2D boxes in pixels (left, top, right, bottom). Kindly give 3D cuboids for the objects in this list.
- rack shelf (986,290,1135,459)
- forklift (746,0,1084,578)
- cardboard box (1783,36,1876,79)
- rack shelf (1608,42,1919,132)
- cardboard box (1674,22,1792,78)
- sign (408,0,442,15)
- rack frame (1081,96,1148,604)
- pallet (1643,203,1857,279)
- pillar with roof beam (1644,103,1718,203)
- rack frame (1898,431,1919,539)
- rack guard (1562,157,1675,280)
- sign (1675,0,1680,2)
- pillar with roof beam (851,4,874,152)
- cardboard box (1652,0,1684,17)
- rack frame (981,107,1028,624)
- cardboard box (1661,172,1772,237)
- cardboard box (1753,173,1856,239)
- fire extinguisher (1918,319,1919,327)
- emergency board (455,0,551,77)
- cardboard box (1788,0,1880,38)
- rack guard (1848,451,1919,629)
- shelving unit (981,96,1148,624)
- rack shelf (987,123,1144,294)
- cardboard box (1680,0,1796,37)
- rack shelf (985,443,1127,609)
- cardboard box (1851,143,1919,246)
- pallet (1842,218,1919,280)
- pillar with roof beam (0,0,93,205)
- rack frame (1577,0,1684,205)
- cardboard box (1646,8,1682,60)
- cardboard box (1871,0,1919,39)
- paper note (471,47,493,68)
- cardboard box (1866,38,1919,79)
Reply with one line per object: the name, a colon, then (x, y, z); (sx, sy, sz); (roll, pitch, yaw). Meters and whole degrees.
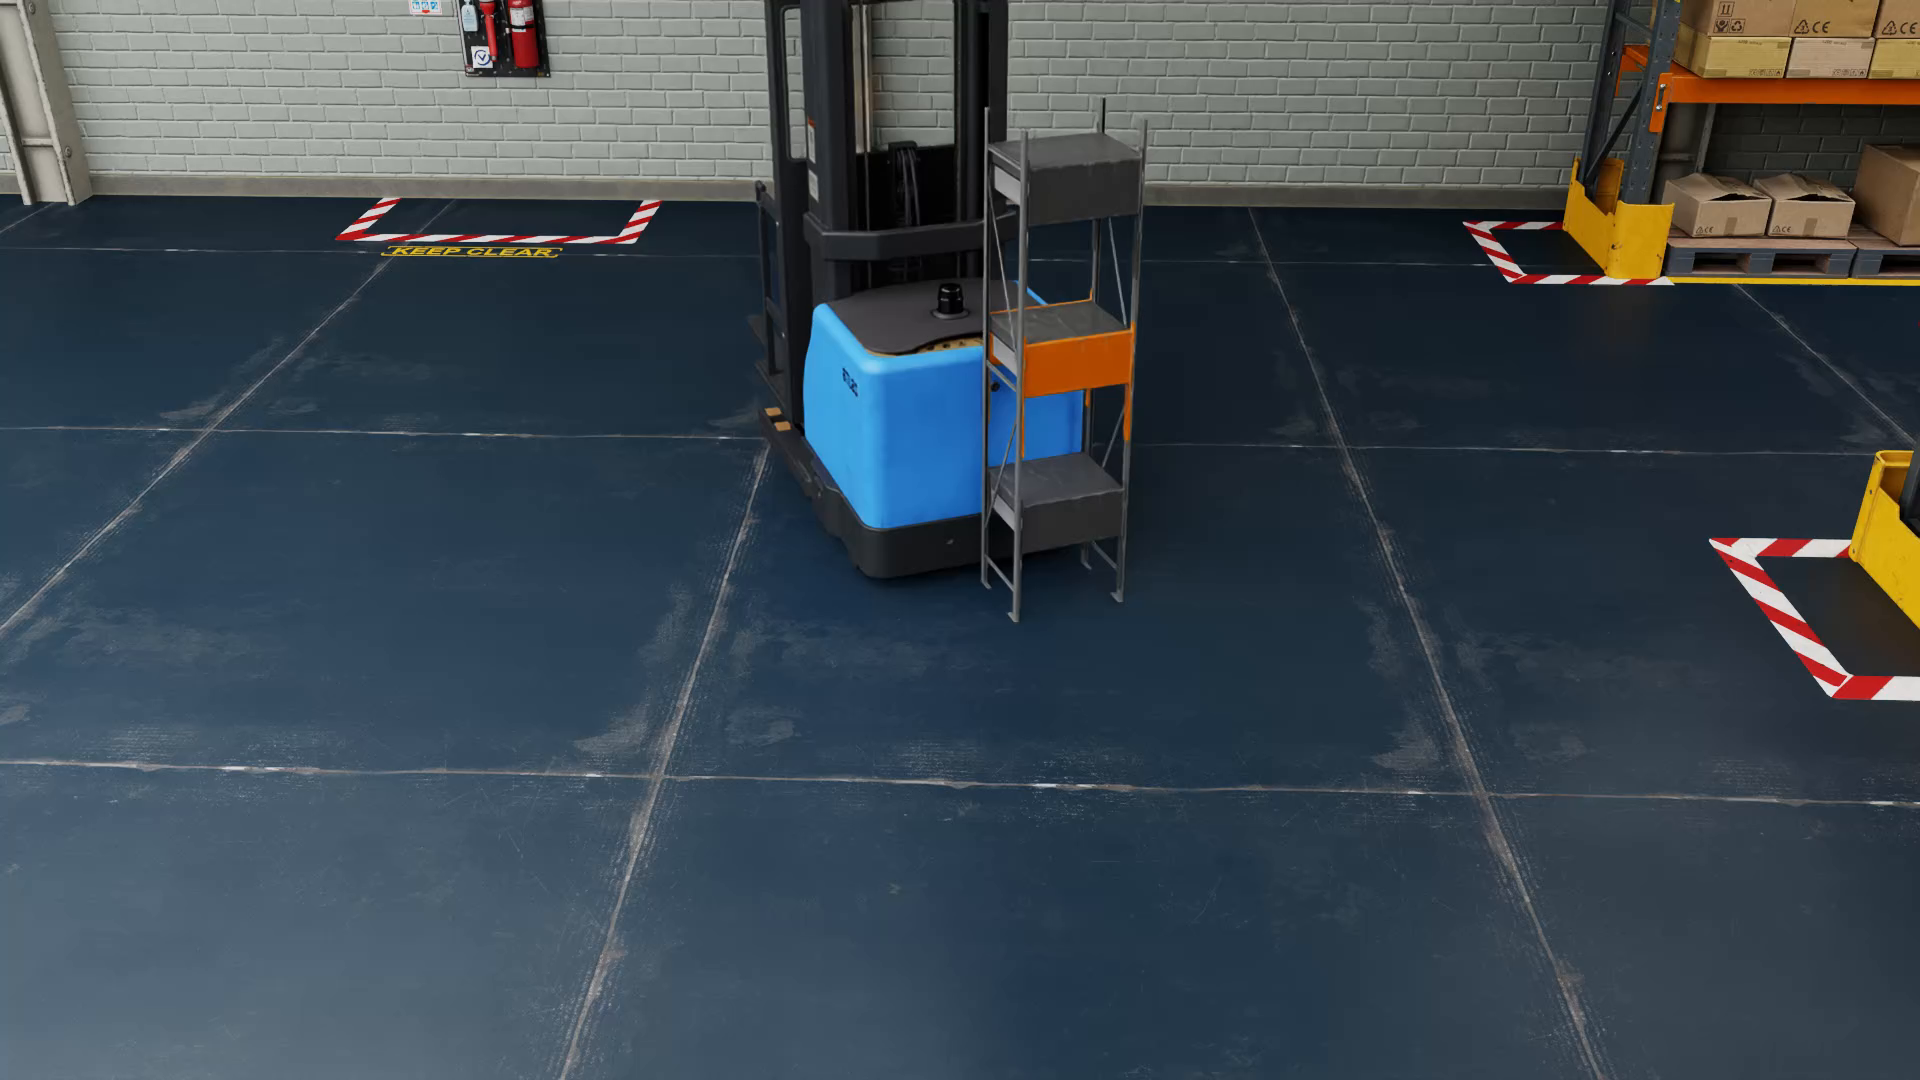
rack shelf: (0.400, -0.686, 6.831); (0.480, 0.518, 0.431); (-10, 30, -18)
forklift: (-0.420, -1.799, 8.015); (1.130, 2.935, 3.031); (-10, 29, -17)
cardboard box: (5.416, -3.110, 10.553); (0.500, 0.250, 0.500); (0, 28, 0)
rack shelf: (6.419, -2.975, 10.927); (4.000, 0.370, 1.077); (1, 28, 2)
cardboard box: (4.897, -3.112, 10.556); (0.500, 0.250, 0.500); (0, 28, 0)
sign: (-3.863, -3.950, 11.961); (0.234, 0.329, 0.001); (1, 28, 2)
rack frame: (0.628, -0.739, 6.901); (0.015, 2.100, 0.400); (-10, 30, -18)
pallet: (5.307, -2.063, 11.415); (1.213, 0.211, 1.003); (1, 28, 2)
pillar with roof beam: (4.999, -4.355, 6.357); (0.400, 9.000, 9.100); (1, 28, 2)
rack frame: (4.249, -1.007, 6.447); (0.127, 3.000, 1.000); (1, 28, 2)
rack guard: (4.496, -2.220, 11.404); (0.348, 0.500, 1.175); (1, 28, 2)
sign: (4.401, -3.454, 10.139); (0.005, 0.325, 0.100); (1, 28, 2)
pillar with roof beam: (-0.998, -4.454, 6.544); (0.400, 9.000, 9.100); (1, 28, 2)
cardboard box: (4.899, -3.691, 10.849); (0.500, 0.500, 0.500); (1, 28, 1)
rack frame: (0.173, -0.657, 6.747); (0.015, 2.100, 0.400); (-10, 30, -18)
cardboard box: (5.109, -2.279, 11.247); (0.500, 0.311, 0.500); (-2, 28, -4)
cardboard box: (5.678, -2.269, 11.229); (0.500, 0.311, 0.500); (3, 28, 6)
fire extinguisher: (4.148, -1.192, 6.879); (0.183, 0.674, 0.296); (1, 28, 2)
emergency board: (-3.314, -3.877, 11.861); (0.643, 1.169, 0.194); (1, 28, 2)
cardboard box: (5.380, -3.438, 10.372); (0.500, 0.500, 0.500); (1, 28, 2)
rack guard: (4.225, 0.097, 7.033); (0.348, 0.500, 1.175); (1, 28, 2)
shelving unit: (0.400, -0.698, 6.824); (0.503, 2.100, 0.431); (-10, 30, -18)
rack shelf: (0.400, -1.304, 6.503); (0.480, 0.518, 0.431); (-10, 30, -18)
cardboard box: (4.887, -3.451, 10.396); (0.500, 0.500, 0.500); (1, 28, 2)
rack shelf: (0.400, -0.067, 7.158); (0.480, 0.518, 0.431); (-10, 30, -18)
cardboard box: (6.410, -2.317, 11.118); (0.500, 0.500, 0.700); (-1, 28, -1)
pallet: (6.523, -2.041, 11.375); (1.213, 0.211, 1.003); (1, 28, 2)
pillar with roof beam: (-6.994, -4.553, 6.731); (0.400, 9.000, 9.100); (1, 28, 2)
rack frame: (4.420, -3.326, 10.821); (0.127, 3.000, 1.000); (1, 28, 2)
cardboard box: (4.894, -3.351, 11.008); (0.500, 0.250, 0.500); (1, 28, 3)
cardboard box: (5.897, -3.427, 10.350); (0.500, 0.500, 0.500); (0, 28, 0)
paper note: (-3.489, -3.523, 12.134); (0.142, 0.148, 0.016); (1, 28, 2)
cardboard box: (5.925, -3.099, 10.531); (0.500, 0.250, 0.500); (1, 28, 1)
